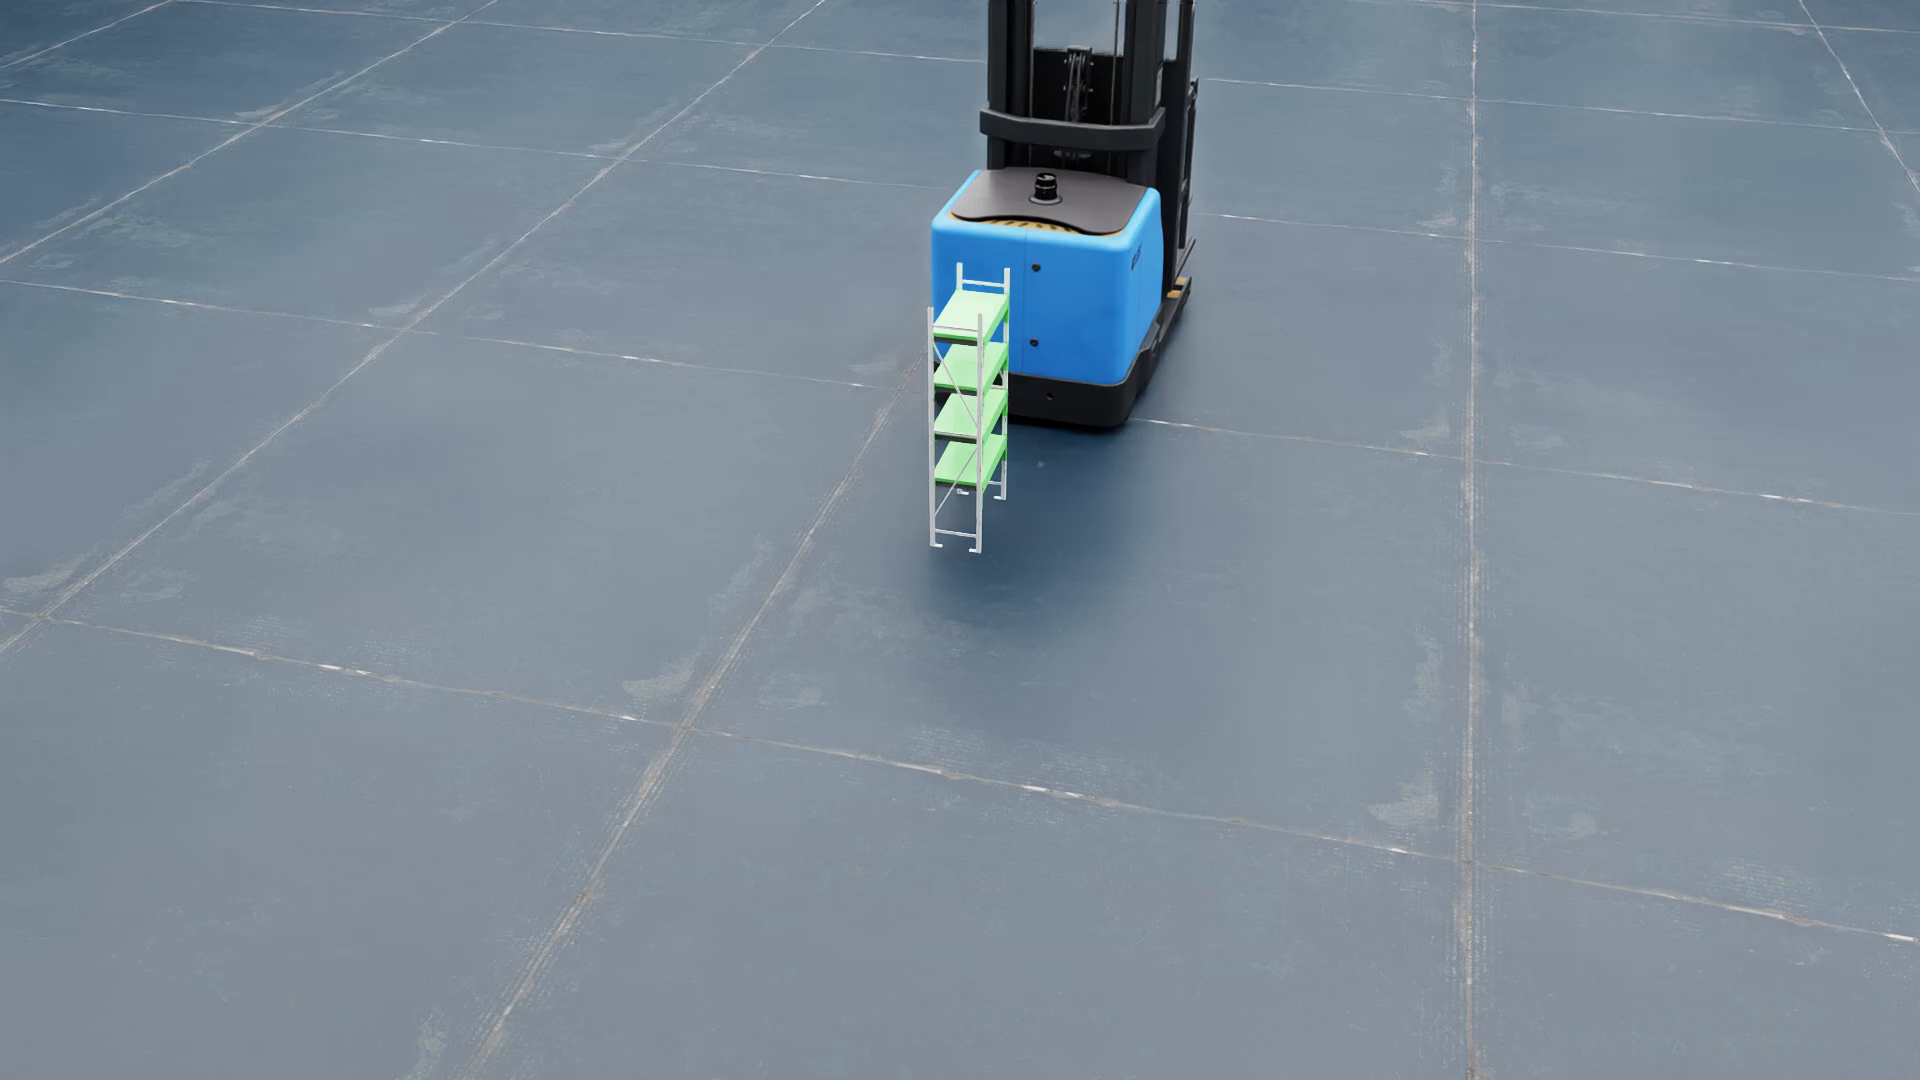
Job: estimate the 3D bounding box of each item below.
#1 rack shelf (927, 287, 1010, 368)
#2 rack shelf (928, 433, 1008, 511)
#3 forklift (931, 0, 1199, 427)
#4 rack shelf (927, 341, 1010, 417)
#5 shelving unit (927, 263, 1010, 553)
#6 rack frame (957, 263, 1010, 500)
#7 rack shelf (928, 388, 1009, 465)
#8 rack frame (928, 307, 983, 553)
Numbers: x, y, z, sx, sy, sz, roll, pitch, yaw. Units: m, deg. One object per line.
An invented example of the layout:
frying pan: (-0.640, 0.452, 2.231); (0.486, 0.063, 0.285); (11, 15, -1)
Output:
rack shelf: (0.042, -0.943, 7.340); (0.258, 0.148, 0.480); (8, 33, 12)
rack shelf: (0.042, -0.336, 7.726); (0.258, 0.148, 0.480); (8, 33, 12)
forklift: (0.756, -2.598, 9.105); (1.130, 2.935, 3.031); (9, 34, 14)
rack shelf: (0.042, -0.741, 7.469); (0.258, 0.148, 0.480); (8, 33, 12)
shelving unit: (0.042, -0.592, 7.563); (0.258, 1.200, 0.503); (8, 33, 12)
rack frame: (0.104, -0.719, 7.762); (0.240, 1.200, 0.015); (8, 33, 12)
rack shelf: (0.042, -0.538, 7.597); (0.258, 0.148, 0.480); (8, 33, 12)
rack frame: (-0.020, -0.466, 7.364); (0.240, 1.200, 0.015); (8, 33, 12)
